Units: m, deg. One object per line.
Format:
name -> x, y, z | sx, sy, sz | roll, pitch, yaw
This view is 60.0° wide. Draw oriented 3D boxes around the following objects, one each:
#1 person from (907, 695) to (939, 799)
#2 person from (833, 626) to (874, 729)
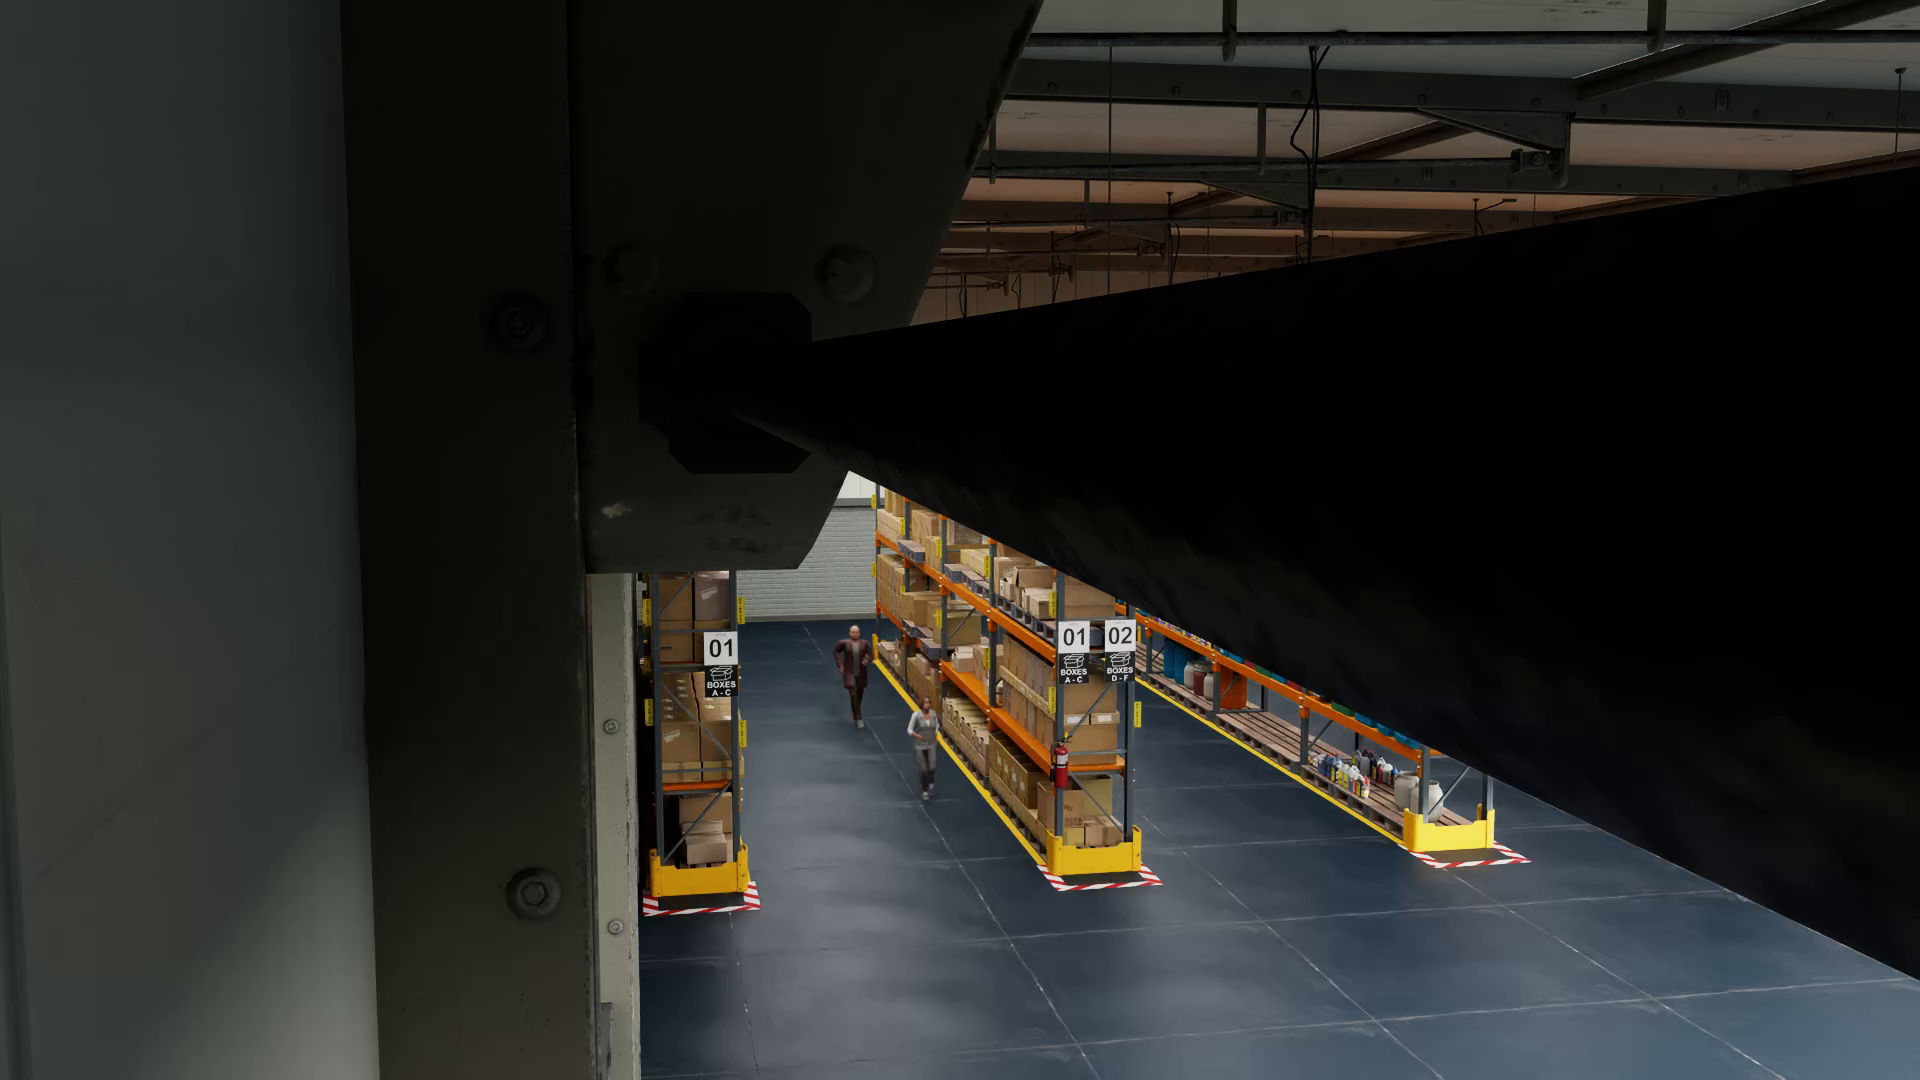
person -> -0.509, 3.052, 24.362 | 0.519, 1.565, 0.552 | -2, 6, -16
person -> -1.878, 2.399, 29.622 | 0.716, 1.784, 0.962 | -1, 6, -13
